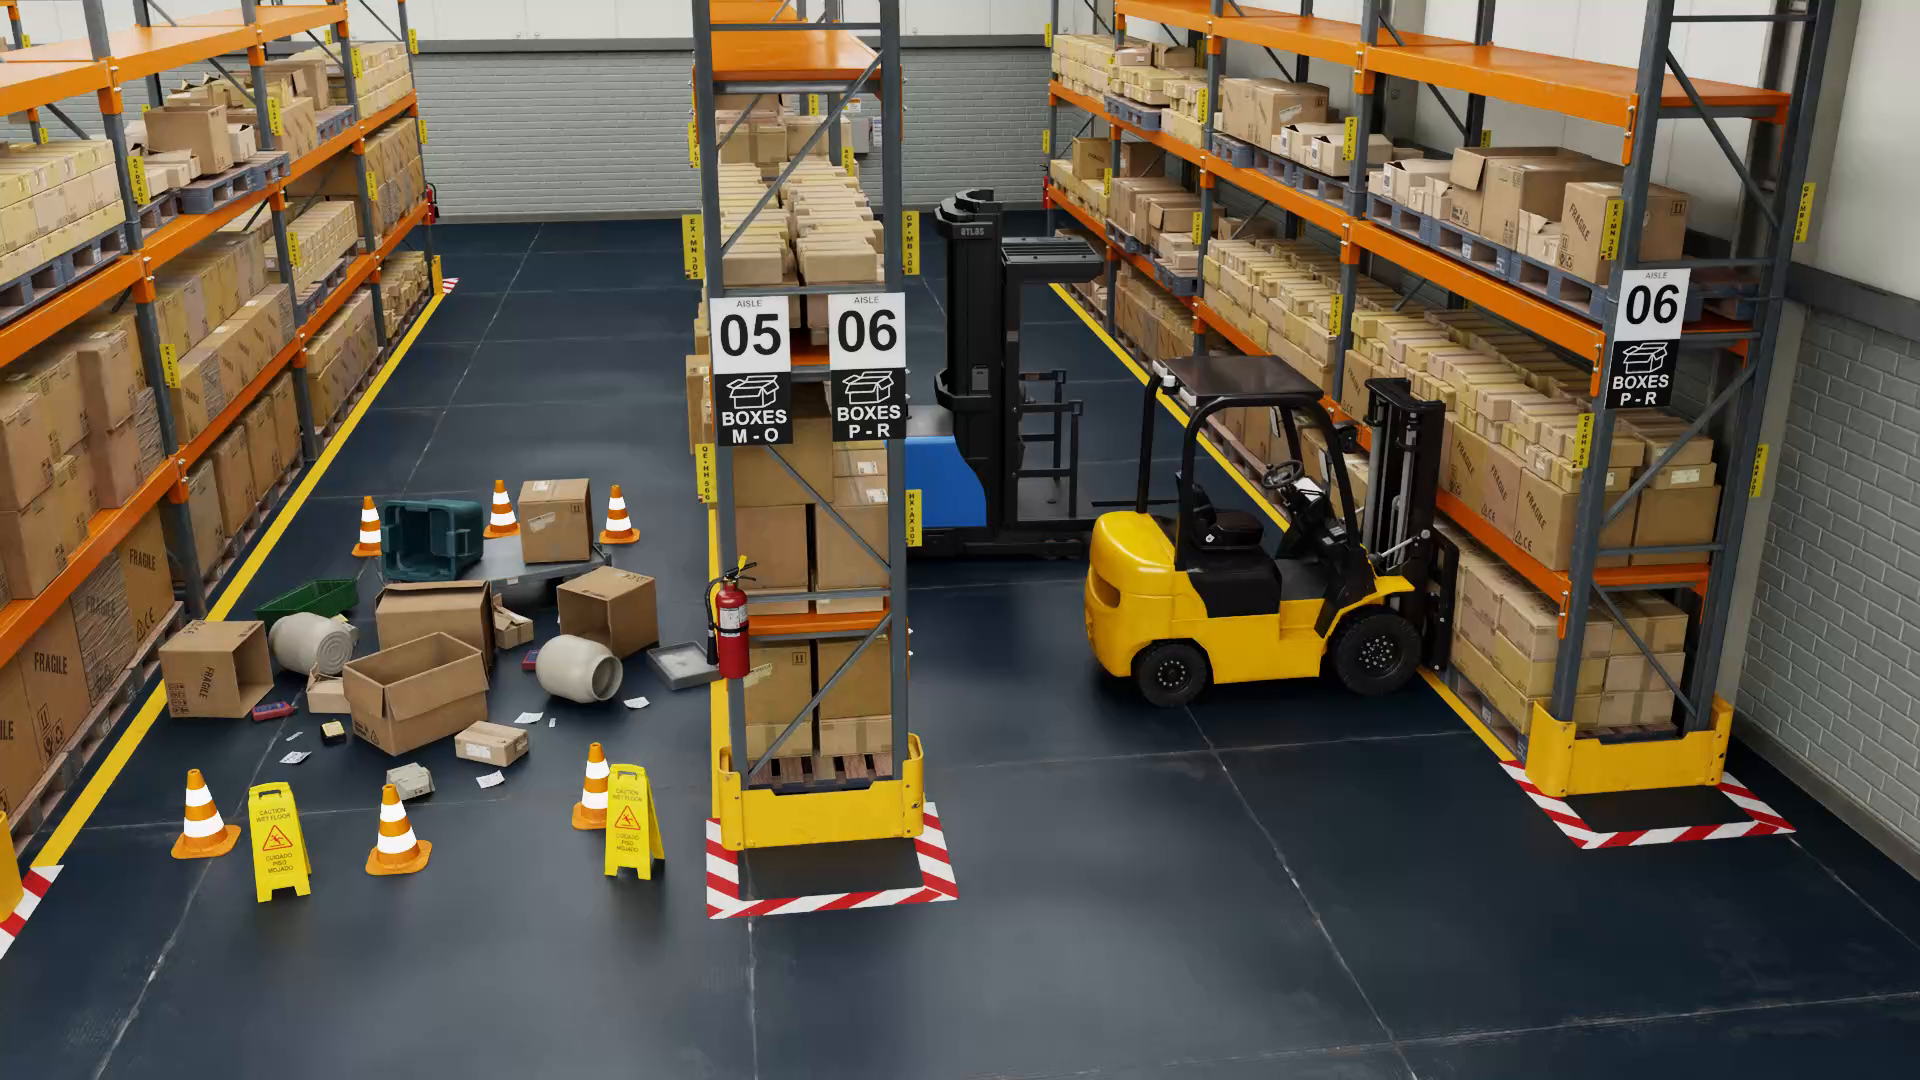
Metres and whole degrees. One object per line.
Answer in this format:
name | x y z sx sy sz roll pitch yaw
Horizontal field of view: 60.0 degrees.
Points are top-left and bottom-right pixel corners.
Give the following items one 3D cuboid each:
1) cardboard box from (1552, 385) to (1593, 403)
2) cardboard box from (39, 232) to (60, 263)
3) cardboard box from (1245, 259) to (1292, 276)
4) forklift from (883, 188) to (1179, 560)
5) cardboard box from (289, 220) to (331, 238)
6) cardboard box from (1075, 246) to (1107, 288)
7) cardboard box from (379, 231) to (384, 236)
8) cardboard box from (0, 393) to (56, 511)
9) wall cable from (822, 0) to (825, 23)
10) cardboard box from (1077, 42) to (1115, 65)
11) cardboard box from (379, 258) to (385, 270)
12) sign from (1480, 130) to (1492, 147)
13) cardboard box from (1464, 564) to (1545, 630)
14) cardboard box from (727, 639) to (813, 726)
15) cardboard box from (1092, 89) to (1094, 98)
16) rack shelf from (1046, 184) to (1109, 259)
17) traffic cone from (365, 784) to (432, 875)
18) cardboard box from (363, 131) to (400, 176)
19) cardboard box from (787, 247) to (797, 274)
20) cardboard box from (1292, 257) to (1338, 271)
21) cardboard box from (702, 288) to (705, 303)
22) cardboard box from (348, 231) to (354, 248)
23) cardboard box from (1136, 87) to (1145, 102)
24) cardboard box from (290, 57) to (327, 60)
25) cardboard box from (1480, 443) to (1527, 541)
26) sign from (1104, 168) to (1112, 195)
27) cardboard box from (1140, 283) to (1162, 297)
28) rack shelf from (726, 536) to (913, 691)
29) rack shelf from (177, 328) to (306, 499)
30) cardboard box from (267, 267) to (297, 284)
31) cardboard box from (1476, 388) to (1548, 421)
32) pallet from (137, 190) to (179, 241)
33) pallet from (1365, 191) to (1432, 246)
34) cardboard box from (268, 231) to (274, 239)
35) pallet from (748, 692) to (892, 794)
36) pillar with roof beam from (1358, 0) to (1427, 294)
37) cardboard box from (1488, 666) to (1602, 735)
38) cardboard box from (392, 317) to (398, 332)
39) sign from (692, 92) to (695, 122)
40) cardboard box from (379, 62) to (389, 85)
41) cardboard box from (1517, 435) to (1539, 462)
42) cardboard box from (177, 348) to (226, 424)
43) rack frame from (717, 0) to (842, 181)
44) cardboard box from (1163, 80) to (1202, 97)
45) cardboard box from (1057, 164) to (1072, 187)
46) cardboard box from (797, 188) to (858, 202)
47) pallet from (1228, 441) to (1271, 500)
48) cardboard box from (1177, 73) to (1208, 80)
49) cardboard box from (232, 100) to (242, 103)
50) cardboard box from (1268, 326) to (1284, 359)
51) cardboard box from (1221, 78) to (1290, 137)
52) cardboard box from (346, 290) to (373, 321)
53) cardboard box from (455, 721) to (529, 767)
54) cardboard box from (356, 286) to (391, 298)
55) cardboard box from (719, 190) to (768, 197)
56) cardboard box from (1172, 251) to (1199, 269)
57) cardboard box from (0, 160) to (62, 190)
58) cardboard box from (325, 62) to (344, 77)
cardboard box | 4.137 -0.914 10.954 0.380 0.149 0.250 -2 21 -6
cardboard box | -5.703 -1.766 10.060 0.380 0.149 0.250 -3 21 -8
cardboard box | 2.934 -2.577 15.833 0.380 0.149 0.250 -3 21 -7
forklift | 0.628 -1.391 13.824 3.031 2.935 1.130 -2 21 -4
cardboard box | -6.972 -3.333 17.835 0.380 0.149 0.250 -4 21 -10
cardboard box | 1.864 -3.800 23.150 0.500 0.500 0.500 -3 21 -7
cardboard box | -7.362 -3.822 20.596 0.380 0.149 0.250 -4 21 -10
cardboard box | -5.813 -0.494 9.568 0.875 0.550 0.550 -3 21 -8
wall cable | -3.457 -10.028 28.278 2.355 3.000 0.029 -3 21 -8
cardboard box | 1.848 -6.493 22.175 0.500 0.250 0.500 -2 21 -6
cardboard box | -8.089 -3.792 22.781 0.380 0.149 0.250 -3 21 -7
sign | 4.087 -3.035 12.990 0.100 0.325 0.005 -3 21 -8
cardboard box | 3.660 0.366 10.925 0.500 0.250 0.500 -3 21 -7
cardboard box | -1.170 0.790 10.145 0.500 0.500 0.500 -3 21 -7
cardboard box | 1.938 -5.847 21.729 0.380 0.149 0.250 -2 21 -6
rack shelf | 2.096 -4.447 22.939 1.077 0.370 4.000 -3 21 -8
traffic cone | -3.185 1.593 9.364 0.336 0.463 0.334 -3 21 -8
cardboard box | -7.439 -4.911 21.156 0.500 0.500 0.500 -4 21 -10
cardboard box | -1.195 -1.498 9.517 0.500 0.250 0.500 -3 21 -8
cardboard box | 3.399 -2.602 15.899 0.380 0.149 0.250 -3 21 -8
cardboard box | -1.525 -1.562 12.187 0.700 0.500 0.500 -3 21 -8
cardboard box | -7.119 -3.417 18.911 0.380 0.149 0.250 -3 21 -7
cardboard box | 2.211 -5.058 18.873 0.380 0.149 0.250 -2 21 -6
cardboard box | -7.772 -5.676 19.844 0.380 0.149 0.250 -2 21 -6
cardboard box | 3.718 -0.321 10.720 0.500 0.500 0.500 -2 21 -6
sign | 1.849 -4.467 20.727 0.100 0.325 0.005 -3 21 -8
cardboard box | 2.391 -3.009 20.106 0.380 0.149 0.250 -3 21 -9
rack shelf | -1.085 -0.041 11.141 1.077 0.370 4.000 -3 21 -8
rack shelf | -6.546 -1.141 14.087 1.077 0.370 4.000 -3 21 -8
cardboard box | -6.705 -2.566 16.208 0.380 0.149 0.250 -2 21 -5
cardboard box | 3.614 -0.888 10.886 0.380 0.149 0.250 -2 21 -6
pallet | -6.438 -2.416 12.459 0.805 0.209 1.217 -4 21 -10
pallet | 3.686 -2.392 12.246 1.003 0.211 1.213 -3 21 -8
cardboard box | -7.653 -3.252 18.044 0.380 0.149 0.250 -2 21 -6
pallet | -0.890 1.311 10.477 1.003 0.211 1.213 -3 21 -8
pillar with roof beam | -0.219 -4.894 14.533 9.100 9.000 0.400 -3 21 -8
cardboard box | 3.734 1.008 10.635 0.500 0.250 0.500 -3 21 -7
cardboard box | -7.183 -2.651 20.576 0.380 0.149 0.250 -2 21 -6
sign | -2.500 -4.115 15.881 0.100 0.325 0.005 -3 21 -8
cardboard box | -7.462 -5.833 20.834 0.500 0.250 0.500 -4 21 -10
cardboard box | 3.744 -0.574 10.469 0.380 0.149 0.250 -3 21 -7
cardboard box | -6.140 -1.203 13.081 0.500 0.500 0.500 -3 21 -7
rack frame | -1.373 -3.881 11.819 1.000 3.000 0.127 -3 21 -8
cardboard box | 2.432 -4.921 18.112 0.380 0.149 0.250 -3 21 -8
cardboard box | 1.680 -5.201 23.717 0.500 0.250 0.500 -3 21 -7
cardboard box | -0.858 -2.187 10.791 0.380 0.149 0.250 -3 21 -7
pallet | 3.214 -0.692 15.842 1.003 0.211 1.213 -3 21 -8
cardboard box | 2.679 -5.214 18.868 0.380 0.149 0.250 -3 21 -7
cardboard box | -7.321 -4.153 16.694 0.500 0.500 0.500 -3 21 -8
cardboard box | 3.087 -1.760 14.931 0.500 0.250 0.500 -3 21 -7
cardboard box | 2.824 -4.139 15.913 0.500 0.500 0.500 -3 21 -7
cardboard box | -7.053 -2.687 19.099 0.500 0.250 0.500 -3 21 -9
cardboard box | -2.985 1.298 10.601 0.380 0.149 0.250 8 22 20
cardboard box | -7.382 -3.098 20.921 0.380 0.149 0.250 -3 21 -9
cardboard box | -1.409 -2.158 10.713 0.380 0.149 0.250 -3 21 -9
cardboard box | 2.487 -2.994 17.778 0.380 0.149 0.250 -3 21 -7
cardboard box | -5.742 -2.229 10.161 0.380 0.149 0.250 -3 21 -8
cardboard box | -7.213 -5.424 19.170 0.380 0.149 0.250 -3 21 -9
